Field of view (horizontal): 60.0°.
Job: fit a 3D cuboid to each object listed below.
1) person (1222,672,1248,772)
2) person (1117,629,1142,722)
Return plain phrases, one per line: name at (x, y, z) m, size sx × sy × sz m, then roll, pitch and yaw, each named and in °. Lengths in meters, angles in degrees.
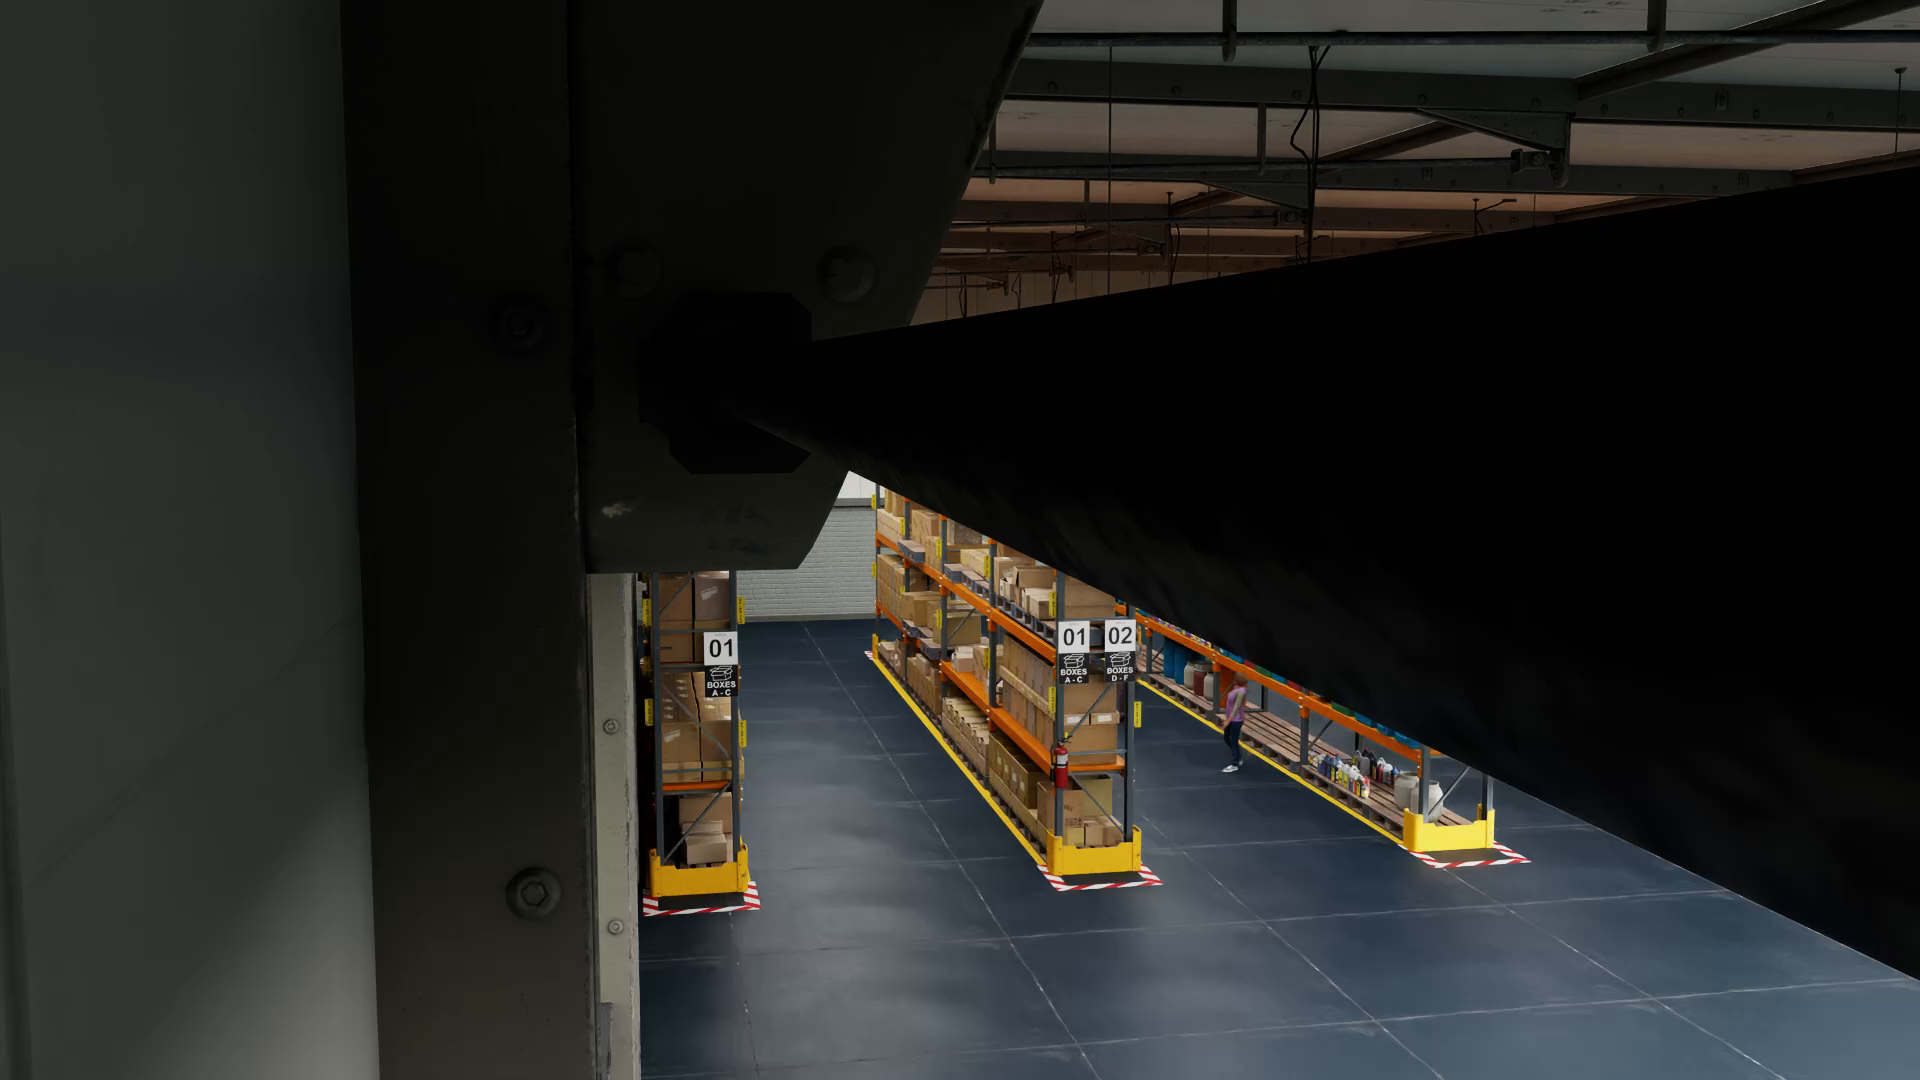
person at (4.293, 2.864, 26.221) m, size 0.421 × 1.619 × 0.509 m, roll -1°, pitch 6°, yaw -6°
person at (3.004, 2.443, 29.756) m, size 0.439 × 1.740 × 0.562 m, roll -5°, pitch 8°, yaw -40°
